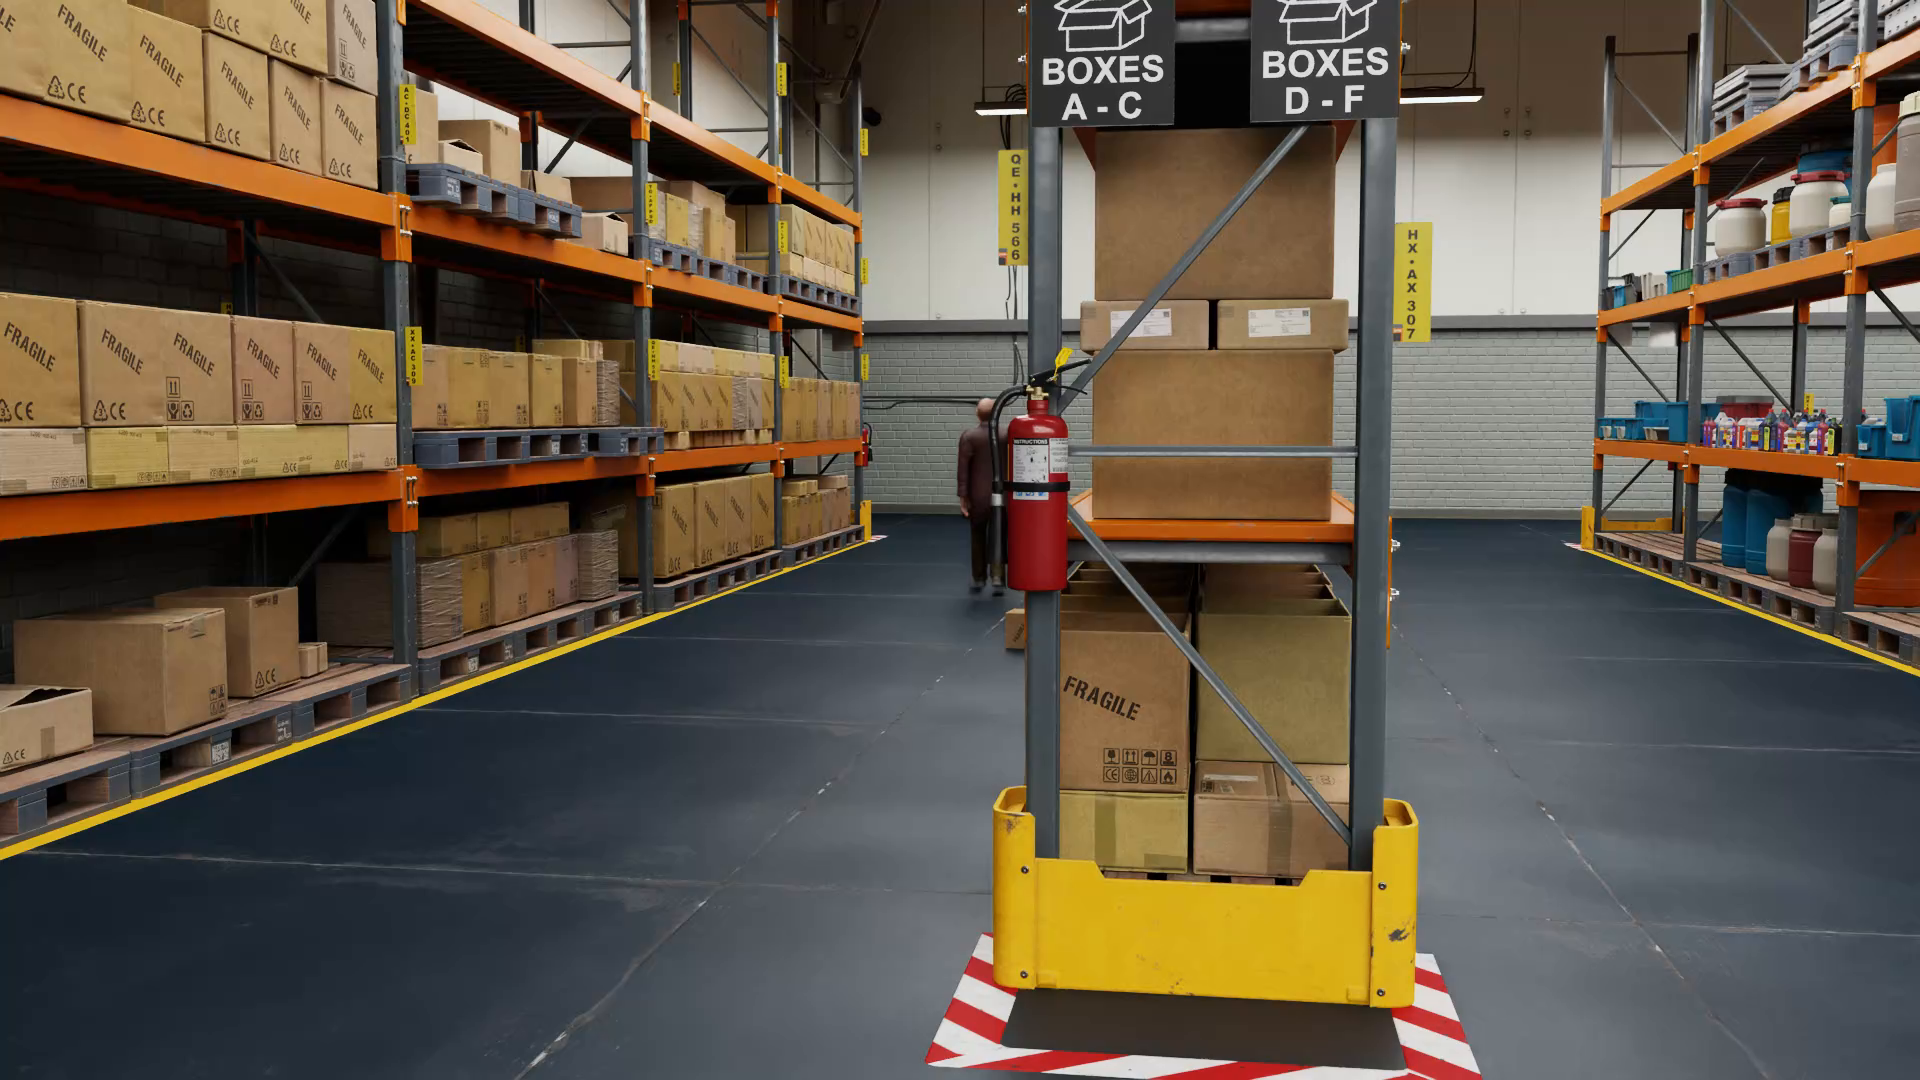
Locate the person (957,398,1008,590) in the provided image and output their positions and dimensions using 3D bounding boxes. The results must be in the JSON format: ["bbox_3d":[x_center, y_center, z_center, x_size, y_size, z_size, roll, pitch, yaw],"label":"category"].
[{"bbox_3d":[0.280,-0.421,15.174,0.587,1.739,0.987,0,4,5],"label":"person"}]
